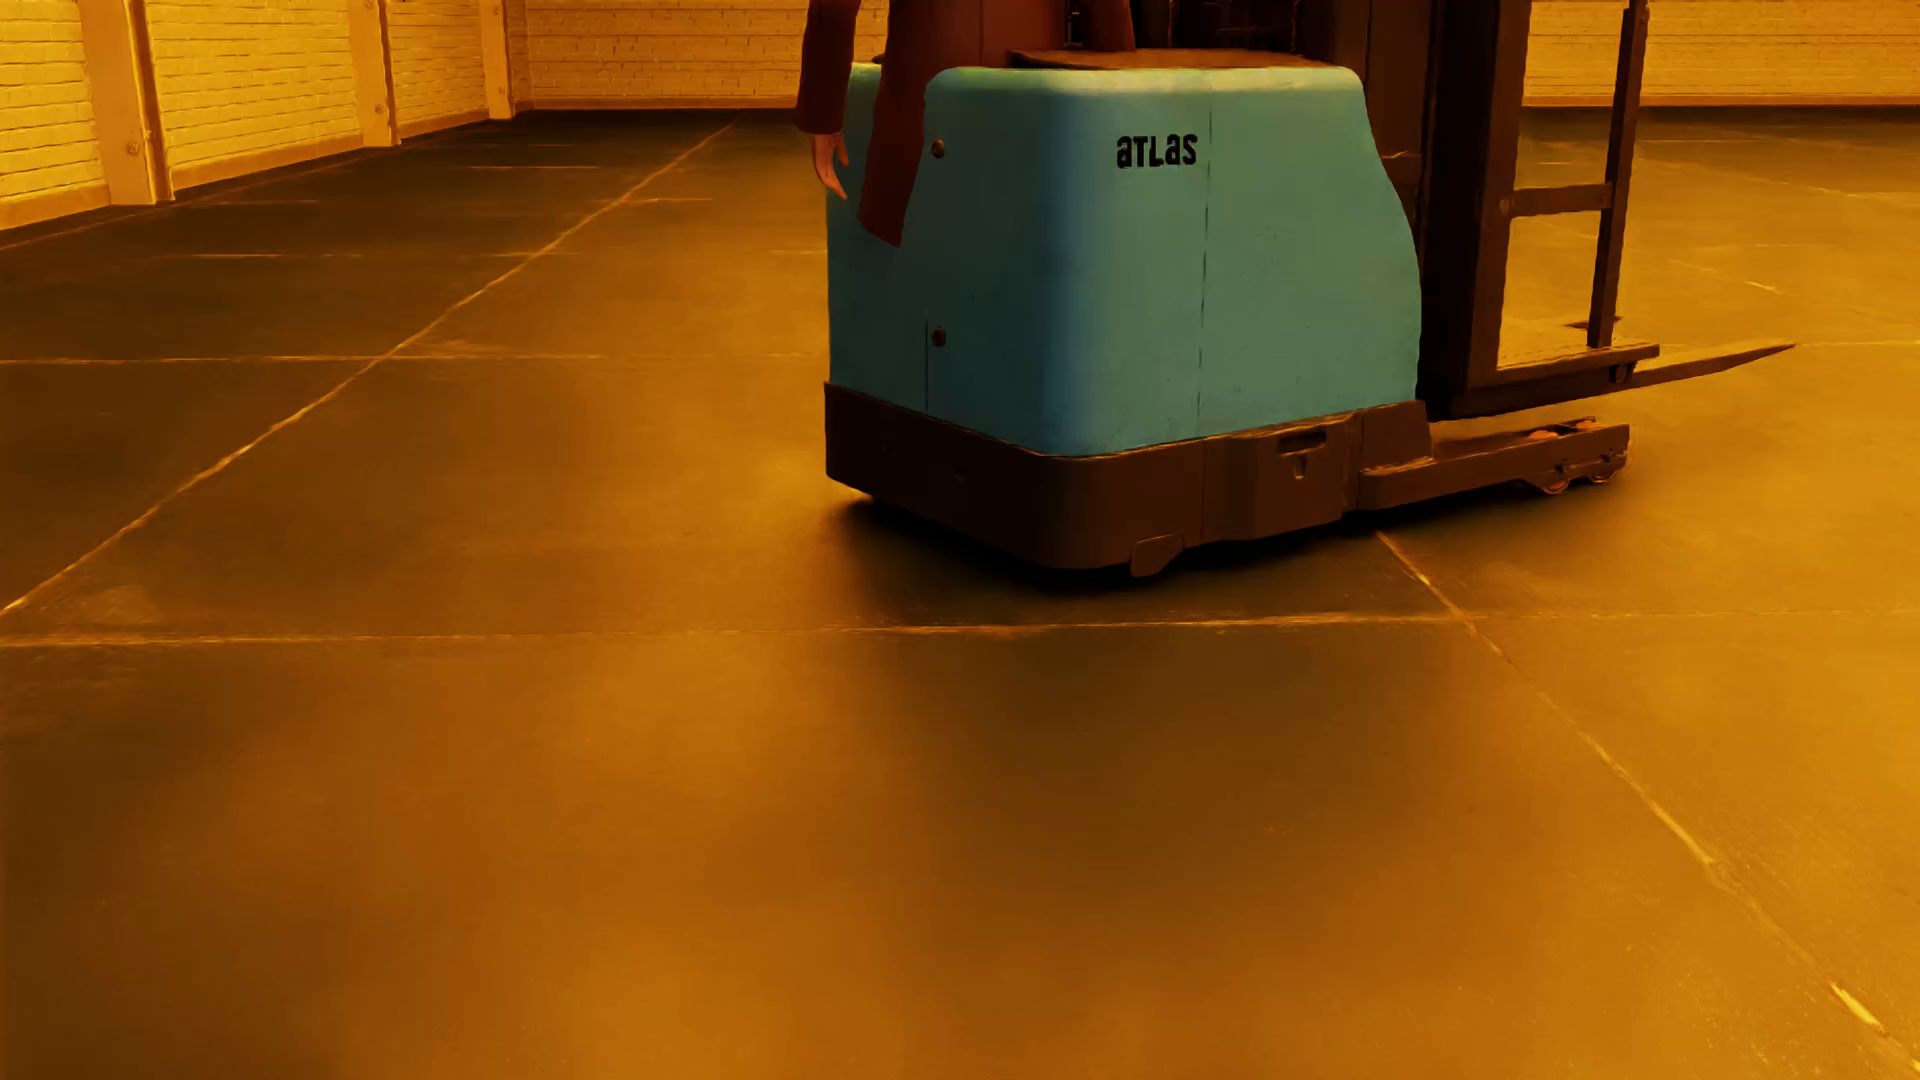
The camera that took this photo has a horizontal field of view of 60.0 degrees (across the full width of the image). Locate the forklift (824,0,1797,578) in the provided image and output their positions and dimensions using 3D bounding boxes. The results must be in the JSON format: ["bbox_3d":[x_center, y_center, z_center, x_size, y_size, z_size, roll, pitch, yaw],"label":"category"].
[{"bbox_3d":[1.165,-1.635,4.252,3.031,2.935,1.130,-11,20,-33],"label":"forklift"}]

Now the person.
[{"bbox_3d":[0.018,-0.933,3.818,0.790,1.757,0.557,-1,17,-4],"label":"person"}]
